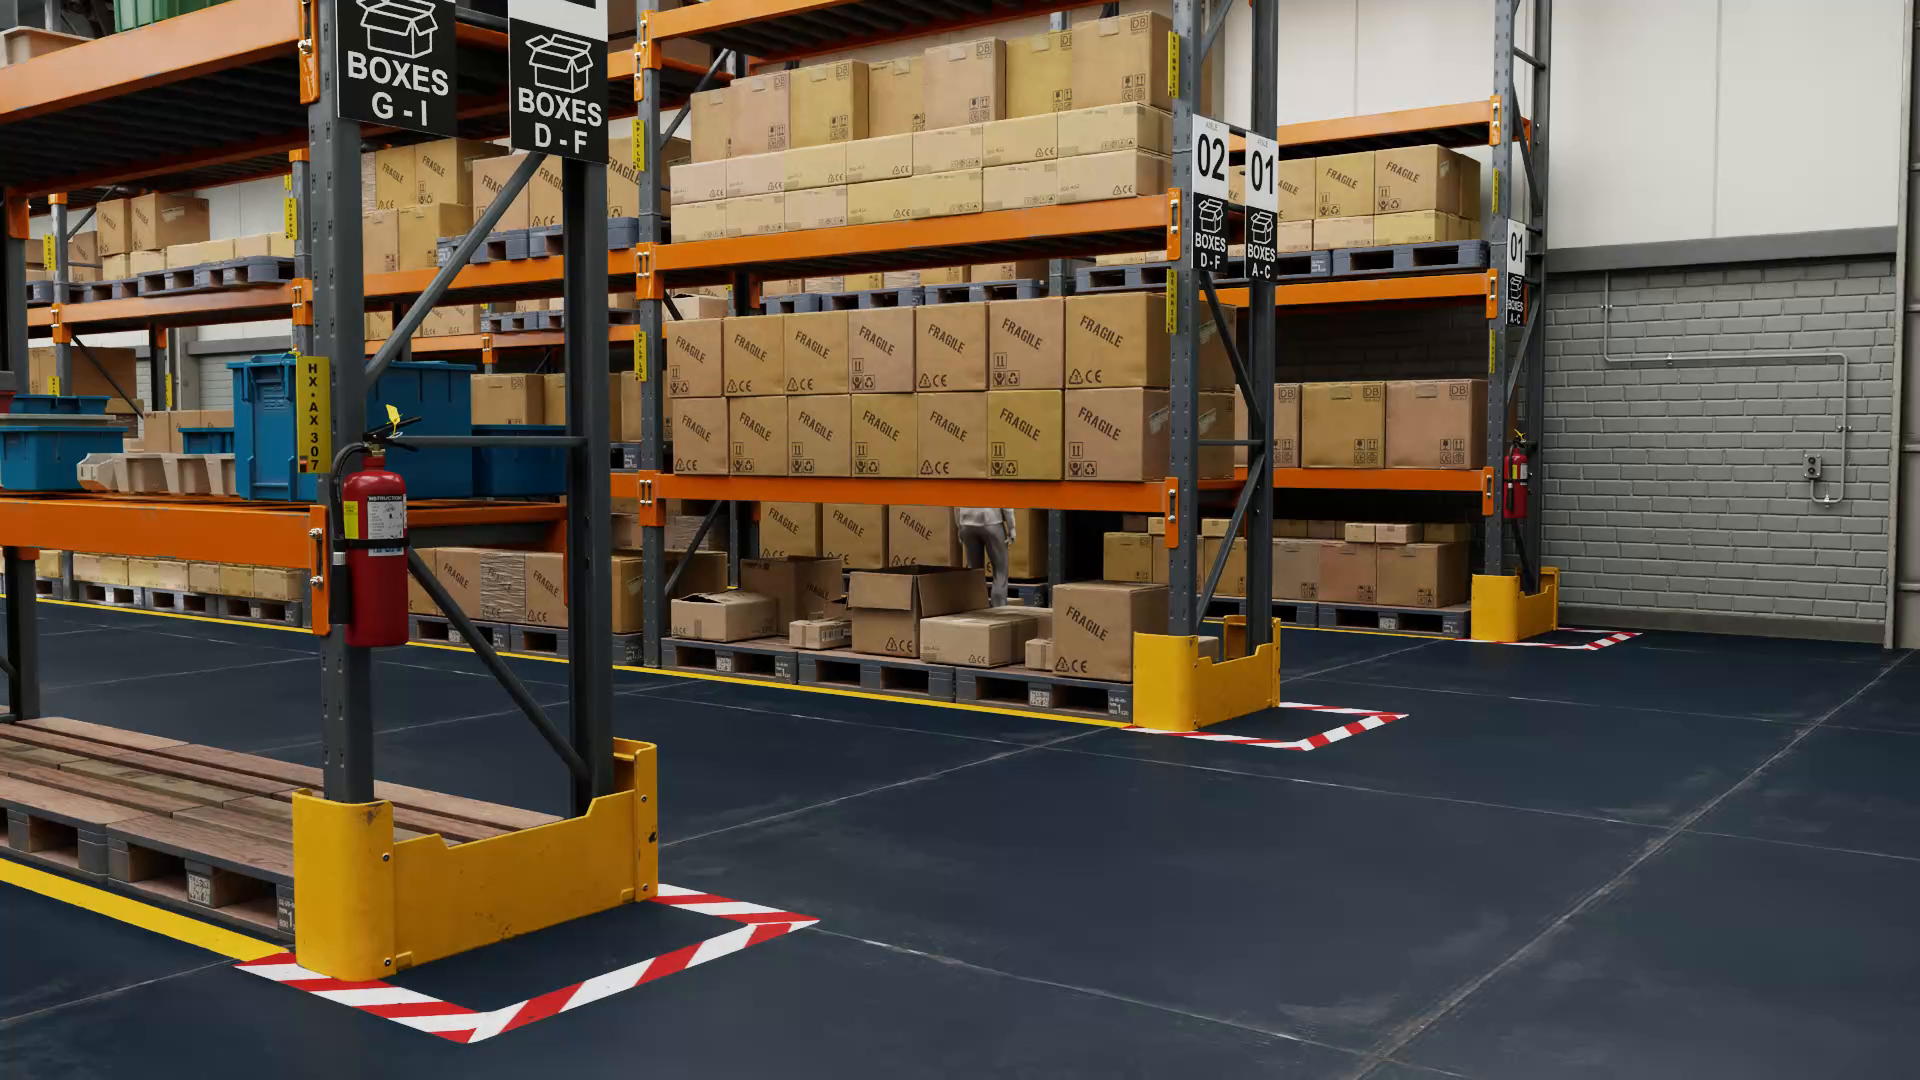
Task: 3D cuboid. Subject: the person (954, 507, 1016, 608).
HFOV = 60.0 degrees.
[{"bbox_3d":[0.201,-0.092,13.204,0.546,1.664,0.376,2,4,32],"label":"person"}]
